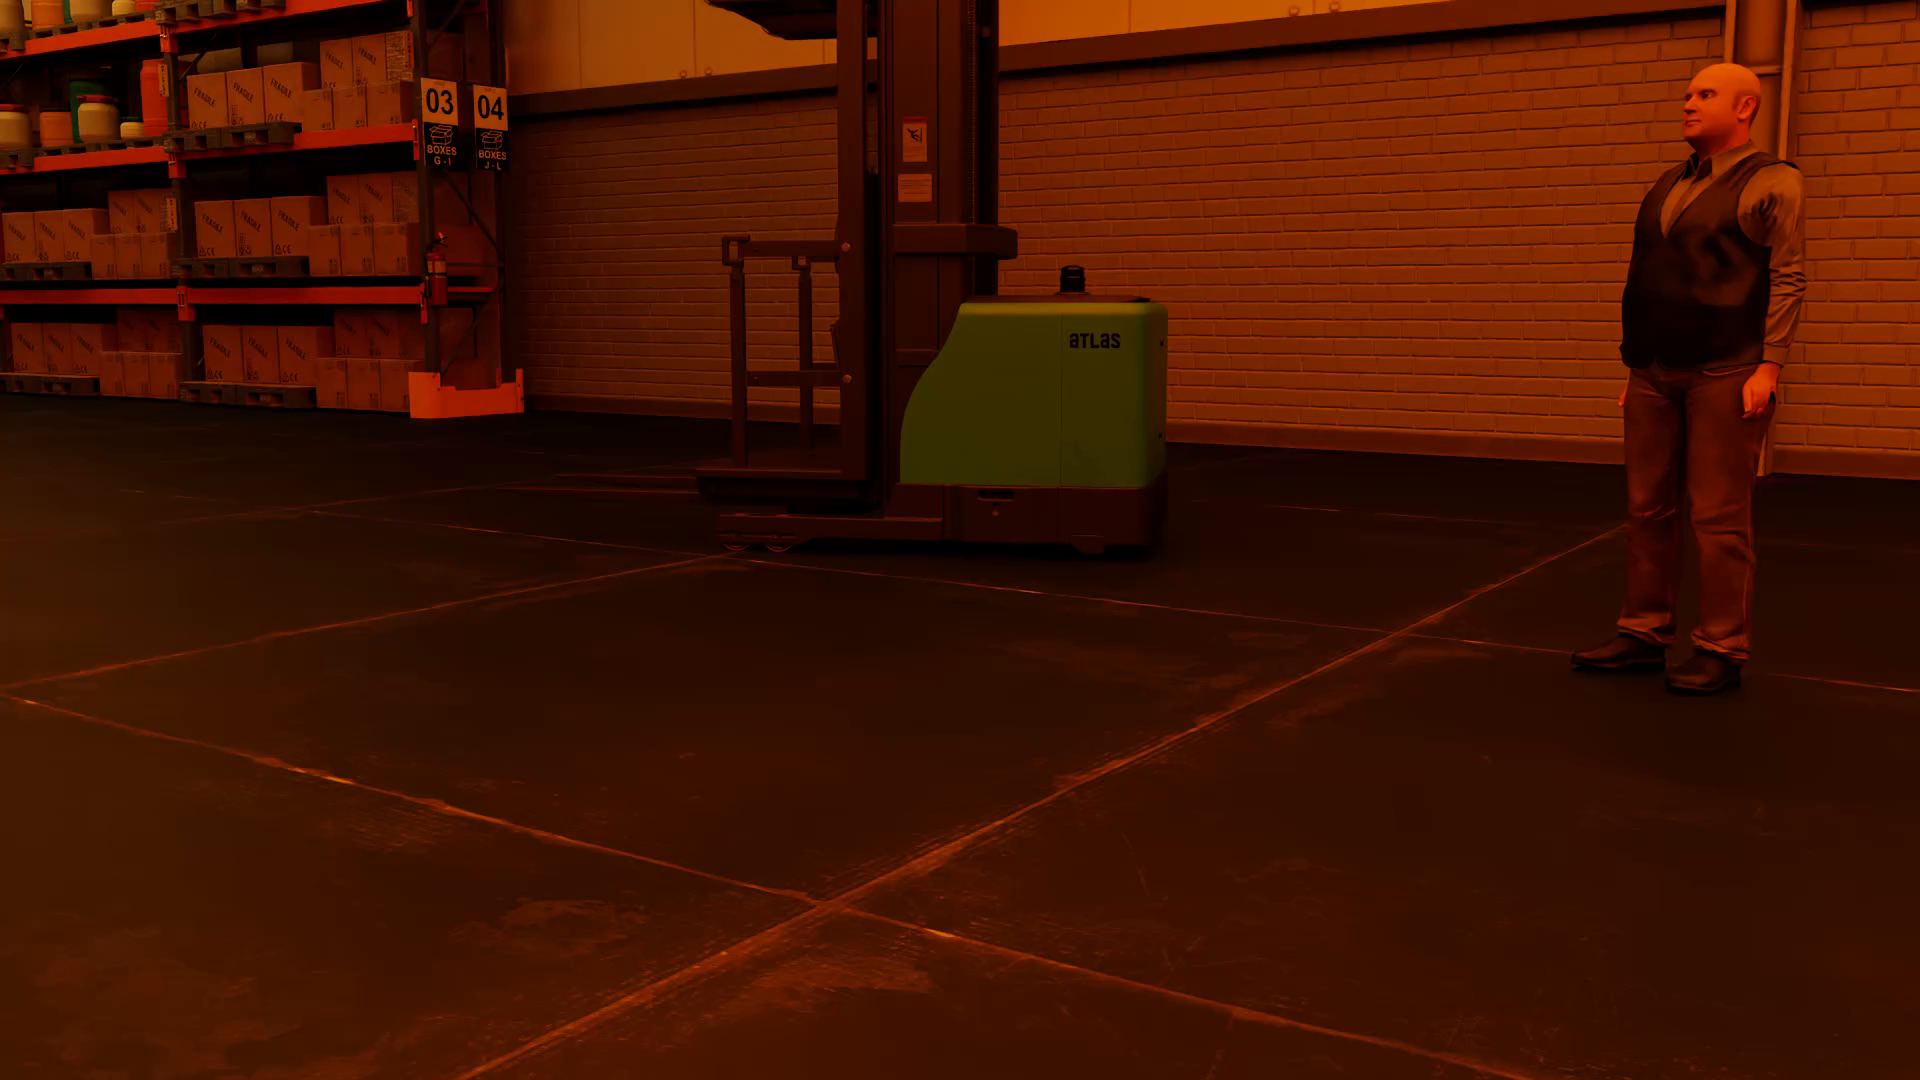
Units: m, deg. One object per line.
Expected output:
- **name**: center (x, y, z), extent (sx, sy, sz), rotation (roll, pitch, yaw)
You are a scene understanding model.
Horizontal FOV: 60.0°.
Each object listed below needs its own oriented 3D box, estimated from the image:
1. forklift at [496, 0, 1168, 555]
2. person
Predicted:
- **forklift**: center (-0.596, -1.469, 7.520), extent (3.031, 2.935, 1.130), rotation (2, 8, 12)
- **person**: center (2.065, -0.451, 4.664), extent (0.375, 1.724, 0.525), rotation (-4, 9, -26)
